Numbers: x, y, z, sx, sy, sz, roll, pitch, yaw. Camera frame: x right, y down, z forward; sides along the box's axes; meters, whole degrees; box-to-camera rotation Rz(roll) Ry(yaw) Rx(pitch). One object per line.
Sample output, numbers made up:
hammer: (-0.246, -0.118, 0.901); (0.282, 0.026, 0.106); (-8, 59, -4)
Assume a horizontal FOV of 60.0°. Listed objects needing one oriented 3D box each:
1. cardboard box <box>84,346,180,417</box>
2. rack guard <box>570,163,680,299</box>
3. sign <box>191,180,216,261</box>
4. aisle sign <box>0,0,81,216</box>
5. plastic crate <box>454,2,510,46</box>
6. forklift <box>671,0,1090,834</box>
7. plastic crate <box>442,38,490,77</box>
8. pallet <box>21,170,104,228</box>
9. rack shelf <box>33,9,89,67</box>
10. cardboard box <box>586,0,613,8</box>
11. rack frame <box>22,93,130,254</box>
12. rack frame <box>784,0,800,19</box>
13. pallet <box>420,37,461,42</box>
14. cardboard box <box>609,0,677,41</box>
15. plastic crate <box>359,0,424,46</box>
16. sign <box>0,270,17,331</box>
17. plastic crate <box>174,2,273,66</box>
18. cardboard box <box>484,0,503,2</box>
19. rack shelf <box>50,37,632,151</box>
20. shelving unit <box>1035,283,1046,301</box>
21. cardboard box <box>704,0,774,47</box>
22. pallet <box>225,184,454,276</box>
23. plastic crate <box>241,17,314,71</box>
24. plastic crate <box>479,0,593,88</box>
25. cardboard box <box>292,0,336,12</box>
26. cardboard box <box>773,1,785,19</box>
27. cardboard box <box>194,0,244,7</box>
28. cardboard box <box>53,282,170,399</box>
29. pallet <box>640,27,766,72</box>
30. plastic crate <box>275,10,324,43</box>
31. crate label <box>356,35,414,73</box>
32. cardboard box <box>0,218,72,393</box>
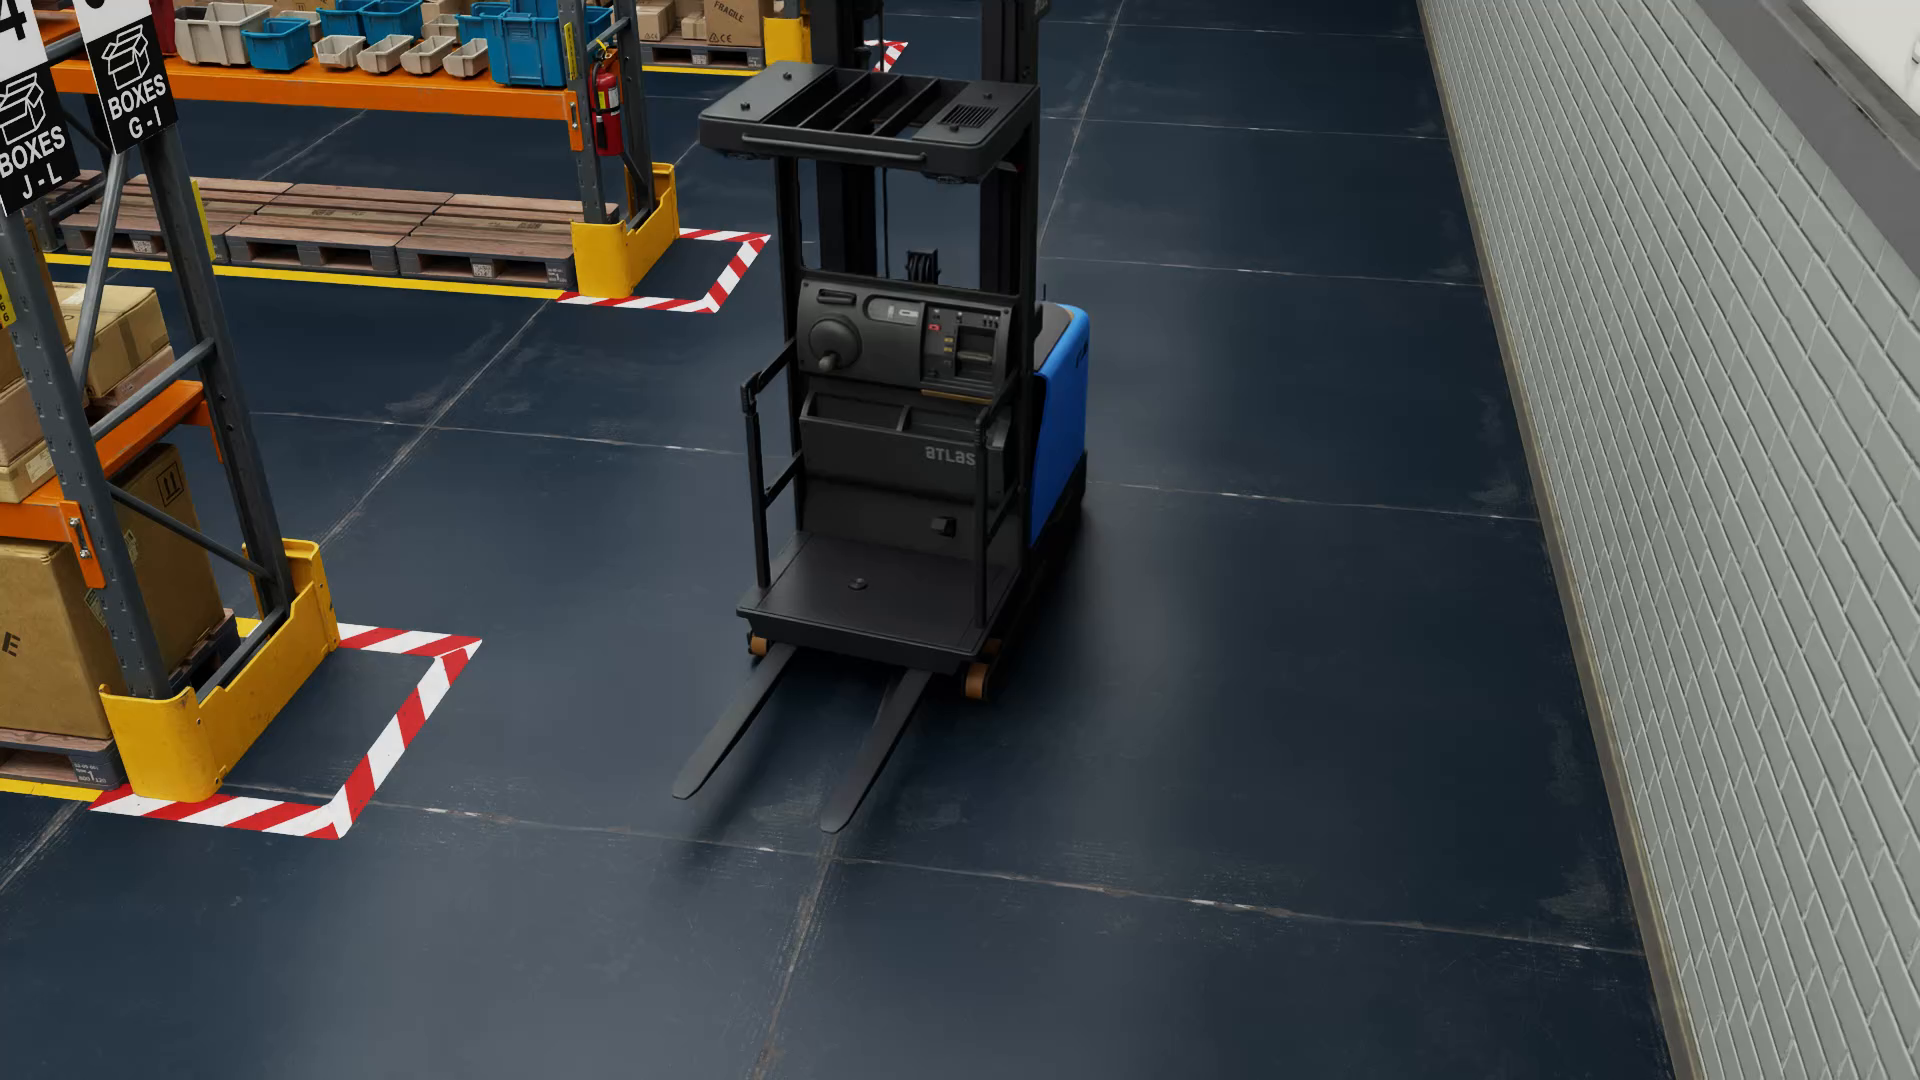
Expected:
cardboard box: (-3.373, -0.645, 6.691); (0.250, 0.149, 0.380); (6, 32, 9)
rack guard: (-2.220, -2.083, 11.107); (0.348, 0.500, 1.175); (5, 32, 8)
sign: (-2.980, -1.238, 6.510); (0.005, 0.325, 0.100); (5, 32, 8)
aisle sign: (-3.059, -1.486, 5.347); (0.004, 0.787, 0.394); (5, 32, 8)
plastic crate: (-3.083, -3.345, 10.869); (0.300, 0.233, 0.416); (5, 32, 8)
forklift: (-0.303, -0.794, 6.756); (1.130, 2.935, 3.031); (10, 33, 15)
plastic crate: (-3.080, -3.030, 10.455); (0.243, 0.136, 0.396); (5, 32, 8)
pallet: (-6.942, -2.404, 11.891); (1.213, 0.211, 1.003); (5, 32, 8)
rack shelf: (-5.051, -1.693, 5.978); (4.000, 0.370, 1.077); (5, 32, 8)
cardboard box: (-3.499, -5.049, 15.427); (0.637, 0.503, 0.797); (5, 32, 8)
rack frame: (-6.189, -3.495, 11.007); (0.127, 3.000, 1.000); (5, 32, 8)
rack frame: (-1.409, -5.728, 14.575); (0.127, 3.000, 1.000); (5, 32, 8)
pallet: (-4.675, -4.841, 15.786); (1.213, 0.211, 1.003); (5, 32, 8)
cardboard box: (-2.918, -4.769, 15.220); (0.500, 0.250, 0.500); (5, 32, 8)
plastic crate: (-3.732, -3.404, 10.963); (0.300, 0.233, 0.416); (5, 32, 8)
sign: (-3.184, -0.856, 5.476); (0.005, 0.325, 0.100); (5, 32, 8)
plastic crate: (-4.715, -3.238, 10.650); (0.530, 0.282, 0.437); (5, 32, 8)
cardboard box: (-4.363, -5.159, 15.937); (0.250, 0.149, 0.380); (5, 32, 8)
rack shelf: (-4.217, -3.012, 10.912); (4.000, 0.370, 1.077); (5, 32, 8)
shelving unit: (0.281, -0.810, 8.555); (0.252, 1.050, 0.215); (10, 33, 15)
cardboard box: (-1.986, -4.775, 14.993); (0.500, 0.500, 0.500); (5, 32, 8)
pallet: (-4.251, -2.160, 11.502); (1.213, 0.211, 1.003); (5, 32, 8)
plastic crate: (-4.313, -3.142, 10.543); (0.300, 0.233, 0.416); (5, 32, 8)
plastic crate: (-2.607, -3.111, 10.303); (0.499, 0.435, 0.616); (5, 32, 8)
cardboard box: (-5.886, -5.106, 15.522); (0.500, 0.500, 0.500); (5, 32, 8)
cardboard box: (-1.764, -4.924, 15.561); (0.250, 0.149, 0.380); (5, 32, 8)
cardboard box: (-6.866, -5.200, 15.672); (0.500, 0.500, 0.500); (6, 32, 9)
cardboard box: (-3.507, -0.794, 6.553); (0.500, 0.250, 0.500); (4, 32, 7)
pallet: (-2.270, -4.624, 15.438); (1.213, 0.211, 1.003); (5, 32, 8)
plastic crate: (-4.422, -3.411, 11.064); (0.466, 0.136, 0.293); (5, 32, 8)
crate label: (-3.642, -3.075, 10.528); (0.243, 0.136, 0.396); (5, 32, 8)
cardboard box: (-3.604, -0.834, 5.910); (0.500, 0.500, 0.500); (6, 32, 9)
